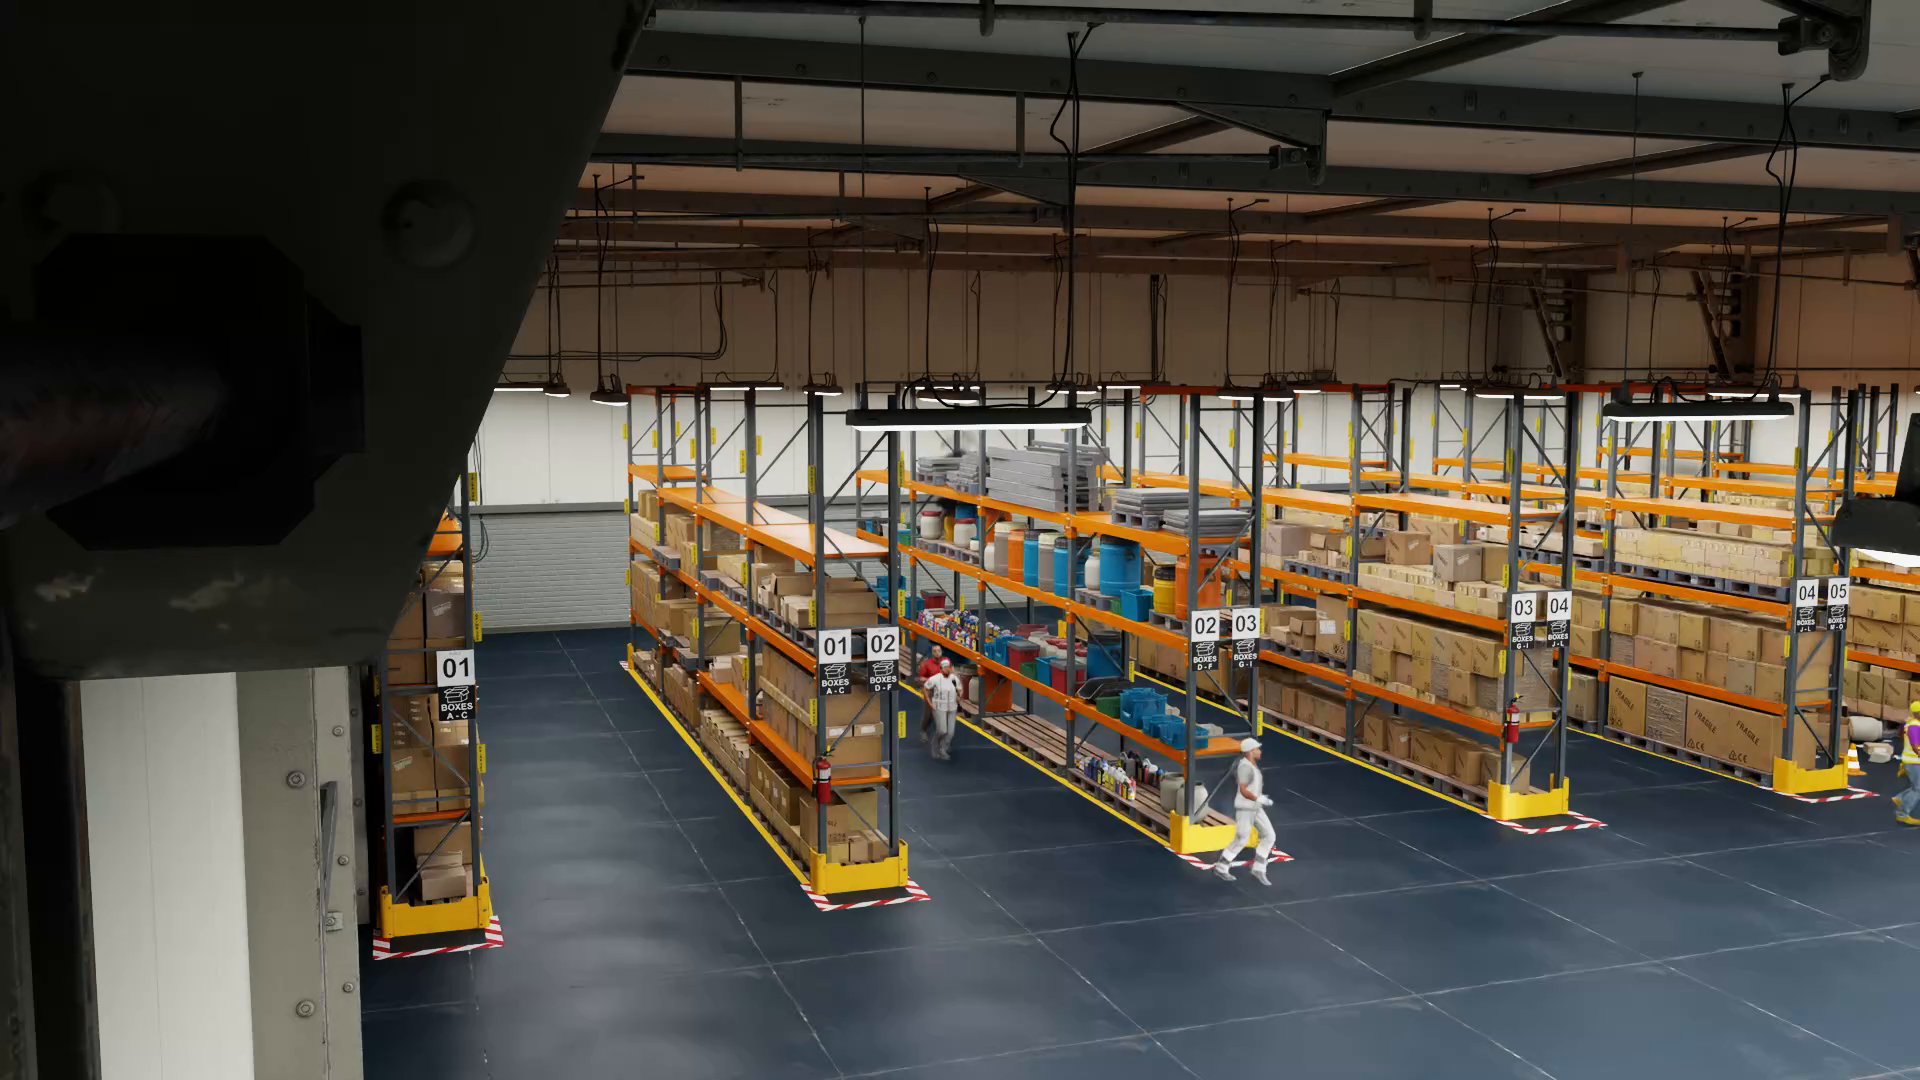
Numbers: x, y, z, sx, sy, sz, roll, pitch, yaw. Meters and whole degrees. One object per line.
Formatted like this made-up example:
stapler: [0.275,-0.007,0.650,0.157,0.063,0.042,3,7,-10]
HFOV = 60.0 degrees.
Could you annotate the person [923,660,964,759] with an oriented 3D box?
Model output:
person: [-0.230,2.740,26.815,0.658,1.635,0.546,-2,6,-21]

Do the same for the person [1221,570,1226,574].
person: [6.224,1.468,39.790,0.576,1.525,0.530,1,6,7]

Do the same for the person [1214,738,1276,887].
person: [3.542,3.338,20.514,0.704,1.801,0.707,3,6,23]

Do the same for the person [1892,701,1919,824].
person: [13.342,3.085,23.140,0.594,1.725,0.738,3,7,28]

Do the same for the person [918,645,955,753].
person: [-0.391,2.615,27.793,0.672,1.785,0.930,-2,6,-15]
